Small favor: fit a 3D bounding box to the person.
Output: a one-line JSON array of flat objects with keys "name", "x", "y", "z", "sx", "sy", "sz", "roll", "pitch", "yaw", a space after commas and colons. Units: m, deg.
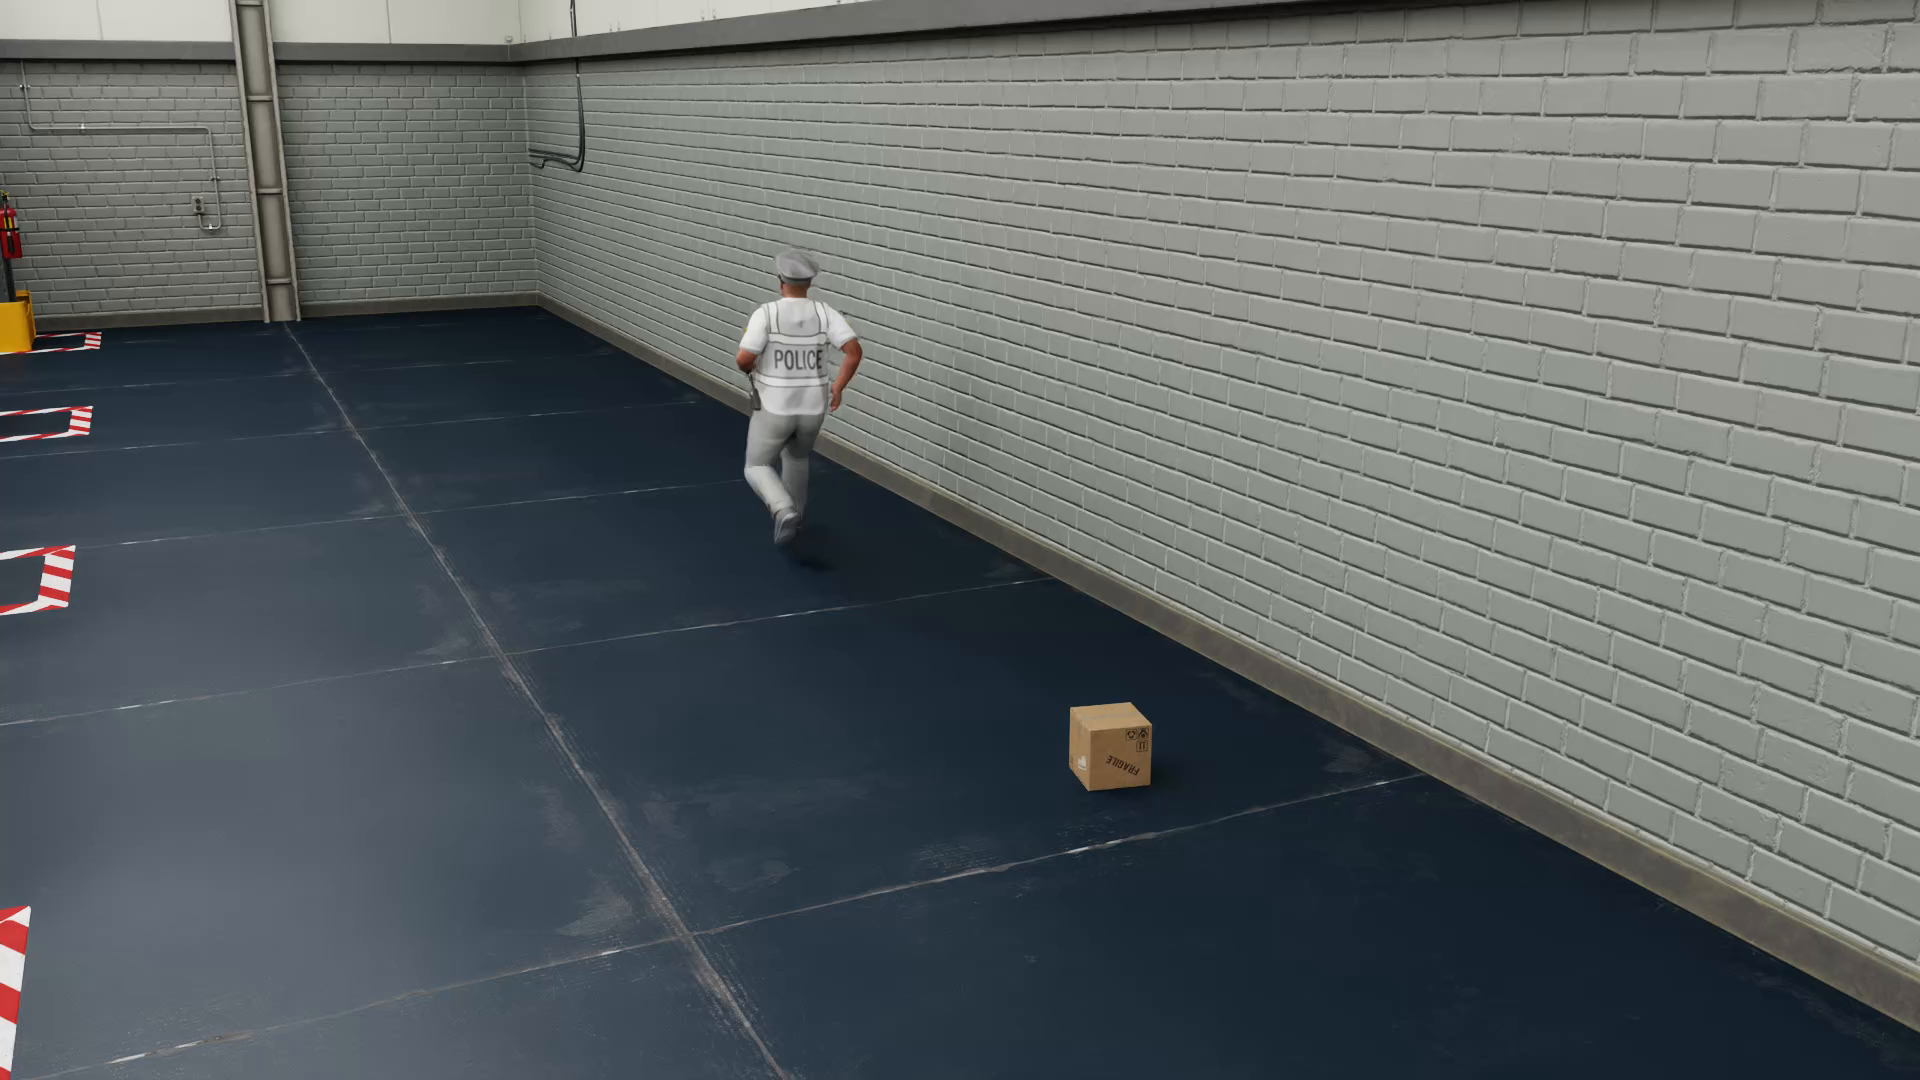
[{"name": "person", "x": -1.047, "y": -0.821, "z": 9.590, "sx": 0.658, "sy": 1.704, "sz": 0.939, "roll": -9, "pitch": 18, "yaw": -31}]
